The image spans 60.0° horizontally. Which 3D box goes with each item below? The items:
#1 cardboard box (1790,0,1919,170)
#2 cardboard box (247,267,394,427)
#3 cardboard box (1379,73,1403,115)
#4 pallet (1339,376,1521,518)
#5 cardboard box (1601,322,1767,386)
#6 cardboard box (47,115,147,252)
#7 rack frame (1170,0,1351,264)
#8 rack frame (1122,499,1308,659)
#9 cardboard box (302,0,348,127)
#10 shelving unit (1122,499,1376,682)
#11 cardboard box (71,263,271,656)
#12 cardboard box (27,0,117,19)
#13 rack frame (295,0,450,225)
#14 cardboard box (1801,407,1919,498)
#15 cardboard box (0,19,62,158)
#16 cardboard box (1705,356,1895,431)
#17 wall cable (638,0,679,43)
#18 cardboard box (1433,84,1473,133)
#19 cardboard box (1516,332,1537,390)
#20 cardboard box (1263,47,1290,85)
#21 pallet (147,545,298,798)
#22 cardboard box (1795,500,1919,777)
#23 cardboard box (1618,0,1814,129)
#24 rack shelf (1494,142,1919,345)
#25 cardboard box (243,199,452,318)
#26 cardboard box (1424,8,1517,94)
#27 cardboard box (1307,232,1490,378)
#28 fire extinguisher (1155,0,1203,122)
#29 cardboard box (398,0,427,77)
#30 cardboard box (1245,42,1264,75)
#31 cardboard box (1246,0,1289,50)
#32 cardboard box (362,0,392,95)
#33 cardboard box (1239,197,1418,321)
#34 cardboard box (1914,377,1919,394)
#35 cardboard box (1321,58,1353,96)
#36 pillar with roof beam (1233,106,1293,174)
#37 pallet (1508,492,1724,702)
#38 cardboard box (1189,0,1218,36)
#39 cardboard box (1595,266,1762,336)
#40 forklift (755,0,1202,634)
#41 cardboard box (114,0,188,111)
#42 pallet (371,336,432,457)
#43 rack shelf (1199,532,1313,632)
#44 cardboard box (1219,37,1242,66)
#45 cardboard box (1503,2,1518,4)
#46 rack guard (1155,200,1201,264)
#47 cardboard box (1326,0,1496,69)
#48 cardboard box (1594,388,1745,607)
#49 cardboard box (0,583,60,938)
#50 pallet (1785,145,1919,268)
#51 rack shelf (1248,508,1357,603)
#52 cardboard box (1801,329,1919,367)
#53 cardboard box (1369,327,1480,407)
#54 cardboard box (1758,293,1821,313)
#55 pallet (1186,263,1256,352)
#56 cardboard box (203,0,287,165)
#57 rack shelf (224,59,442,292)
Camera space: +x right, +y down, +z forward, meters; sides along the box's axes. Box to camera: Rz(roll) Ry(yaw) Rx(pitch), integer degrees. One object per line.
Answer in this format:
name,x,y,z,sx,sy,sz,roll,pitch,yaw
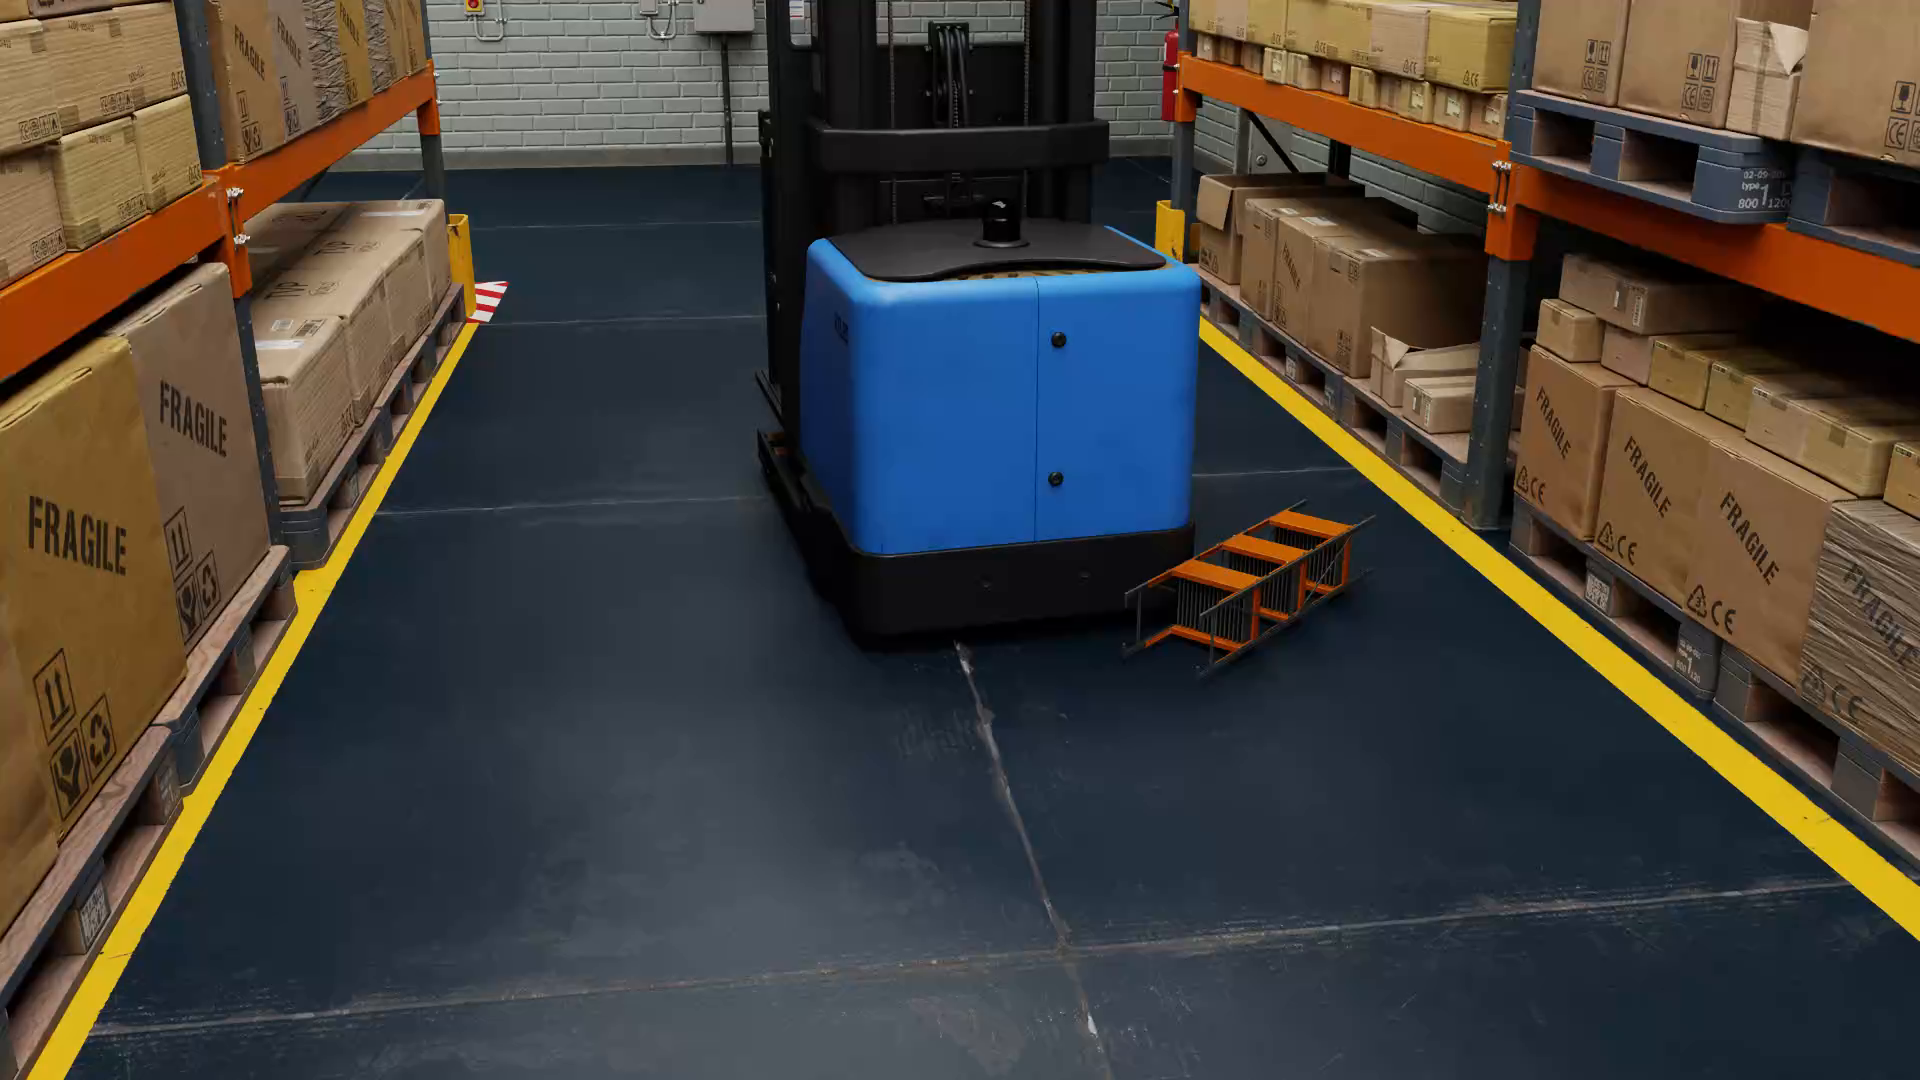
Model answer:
cardboard box,2.310,-1.089,3.601,0.700,0.500,0.500,-3,21,-8
cardboard box,-2.752,-0.752,6.505,0.875,0.438,0.875,-4,21,-9
cardboard box,1.846,-1.725,6.406,0.380,0.149,0.250,-2,21,-6
pallet,2.176,-0.406,6.503,1.003,0.211,1.213,-3,21,-8
cardboard box,2.178,-0.575,5.014,0.380,0.149,0.250,-3,21,-9
cardboard box,-2.251,-0.834,3.876,0.500,0.250,0.500,-3,21,-9
rack frame,1.697,-2.860,9.086,1.000,3.000,0.127,-3,21,-8
rack frame,0.800,0.102,5.092,0.008,0.200,1.050,16,26,37
cardboard box,-2.580,-1.793,6.086,0.500,0.500,0.500,-3,21,-7
shelving unit,0.894,0.129,5.020,0.252,0.215,1.050,16,26,37
cardboard box,-2.469,-0.214,4.439,0.875,0.875,0.875,-2,21,-6
cardboard box,-2.243,-1.418,3.653,0.500,0.500,0.500,-3,21,-7
rack frame,-3.214,-2.608,8.412,1.000,3.000,0.127,-3,21,-8
cardboard box,2.312,-0.218,4.058,0.380,0.149,0.250,-2,21,-6
cardboard box,-2.174,-0.895,3.325,0.500,0.250,0.500,-2,21,-6
cardboard box,2.280,-0.392,4.525,0.380,0.149,0.250,-3,21,-9
wall cable,-2.648,-5.111,13.661,0.588,1.984,0.122,-3,21,-8
cardboard box,1.919,-1.544,5.922,0.380,0.149,0.250,-2,21,-6
cardboard box,2.412,-0.653,6.419,0.500,0.311,0.500,-2,21,-6
cardboard box,1.609,-2.166,7.587,0.380,0.149,0.250,-4,21,-9
pallet,-2.452,0.346,4.487,1.003,0.211,1.213,-3,21,-8
cardboard box,2.343,0.215,3.826,0.500,0.500,0.500,-4,21,-10
cardboard box,2.197,-1.360,4.328,0.700,0.500,0.500,-3,21,-7
rack shelf,2.562,-0.445,3.650,1.077,0.370,4.000,-3,21,-8
cardboard box,-3.020,-1.381,8.189,0.875,0.438,0.875,-4,21,-10
cardboard box,1.959,-1.708,5.791,0.500,0.250,0.500,-2,21,-6
cardboard box,1.926,-1.012,7.110,0.700,0.500,0.500,-4,21,-10
fire extinguisher,1.218,-2.677,9.239,0.296,0.674,0.183,-3,21,-8
cardboard box,-2.883,-2.501,7.983,0.500,0.500,0.500,-3,21,-7
cardboard box,1.603,-2.349,8.077,0.380,0.149,0.250,-2,21,-6
cardboard box,1.645,-2.408,7.666,0.500,0.250,0.500,-3,21,-9
cardboard box,-2.742,-2.149,7.041,0.500,0.500,0.500,-2,21,-6
cardboard box,1.776,-1.371,8.072,0.700,0.500,0.500,-2,21,-6
cardboard box,2.748,-0.332,4.362,0.380,0.149,0.250,-2,21,-6
cardboard box,1.773,-1.990,7.116,0.380,0.149,0.250,-3,21,-8
pillar with roof beam,-2.060,-6.432,10.076,9.100,9.000,0.400,-3,21,-8
pallet,2.428,0.111,5.117,1.003,0.211,1.213,-3,21,-8
cardboard box,1.496,-2.758,8.603,0.500,0.250,0.500,-3,21,-7
cardboard box,2.147,-0.719,4.973,0.380,0.149,0.250,-4,21,-10
forklift,-0.155,-1.585,5.771,1.130,2.935,3.031,-5,21,-13
cardboard box,-2.334,-1.247,4.267,0.500,0.250,0.500,-3,21,-8
pallet,-2.849,-0.607,7.041,1.003,0.211,1.213,-3,21,-8
rack shelf,0.887,0.132,5.012,0.240,0.215,0.259,16,26,37
cardboard box,1.555,-2.529,8.559,0.380,0.149,0.250,-2,21,-6
cardboard box,2.390,-1.902,6.312,0.500,0.250,0.500,-3,21,-8
rack guard,1.708,-1.663,9.453,1.175,0.500,0.348,-3,21,-8
cardboard box,1.813,-2.054,6.718,0.500,0.250,0.500,-3,21,-8
cardboard box,2.207,-0.138,4.771,0.500,0.500,0.500,-3,21,-8
cardboard box,-2.203,0.408,2.773,0.875,0.875,0.875,-3,21,-7
pallet,2.565,-0.673,3.506,1.003,0.211,1.213,-3,21,-8
rack shelf,1.068,0.055,5.217,0.240,0.215,0.259,16,26,37
cardboard box,2.699,-0.517,4.859,0.380,0.149,0.250,-3,21,-7
cardboard box,1.851,-0.693,6.591,0.396,0.266,0.258,-2,21,-6
cardboard box,2.612,-0.692,5.326,0.380,0.149,0.250,-4,21,-10
pallet,1.824,-1.251,8.765,1.003,0.211,1.213,-3,21,-8
cardboard box,-2.446,-1.446,5.157,0.500,0.500,0.500,-2,21,-6
rack shelf,-2.926,-1.579,6.684,1.077,0.370,4.000,-3,21,-8
